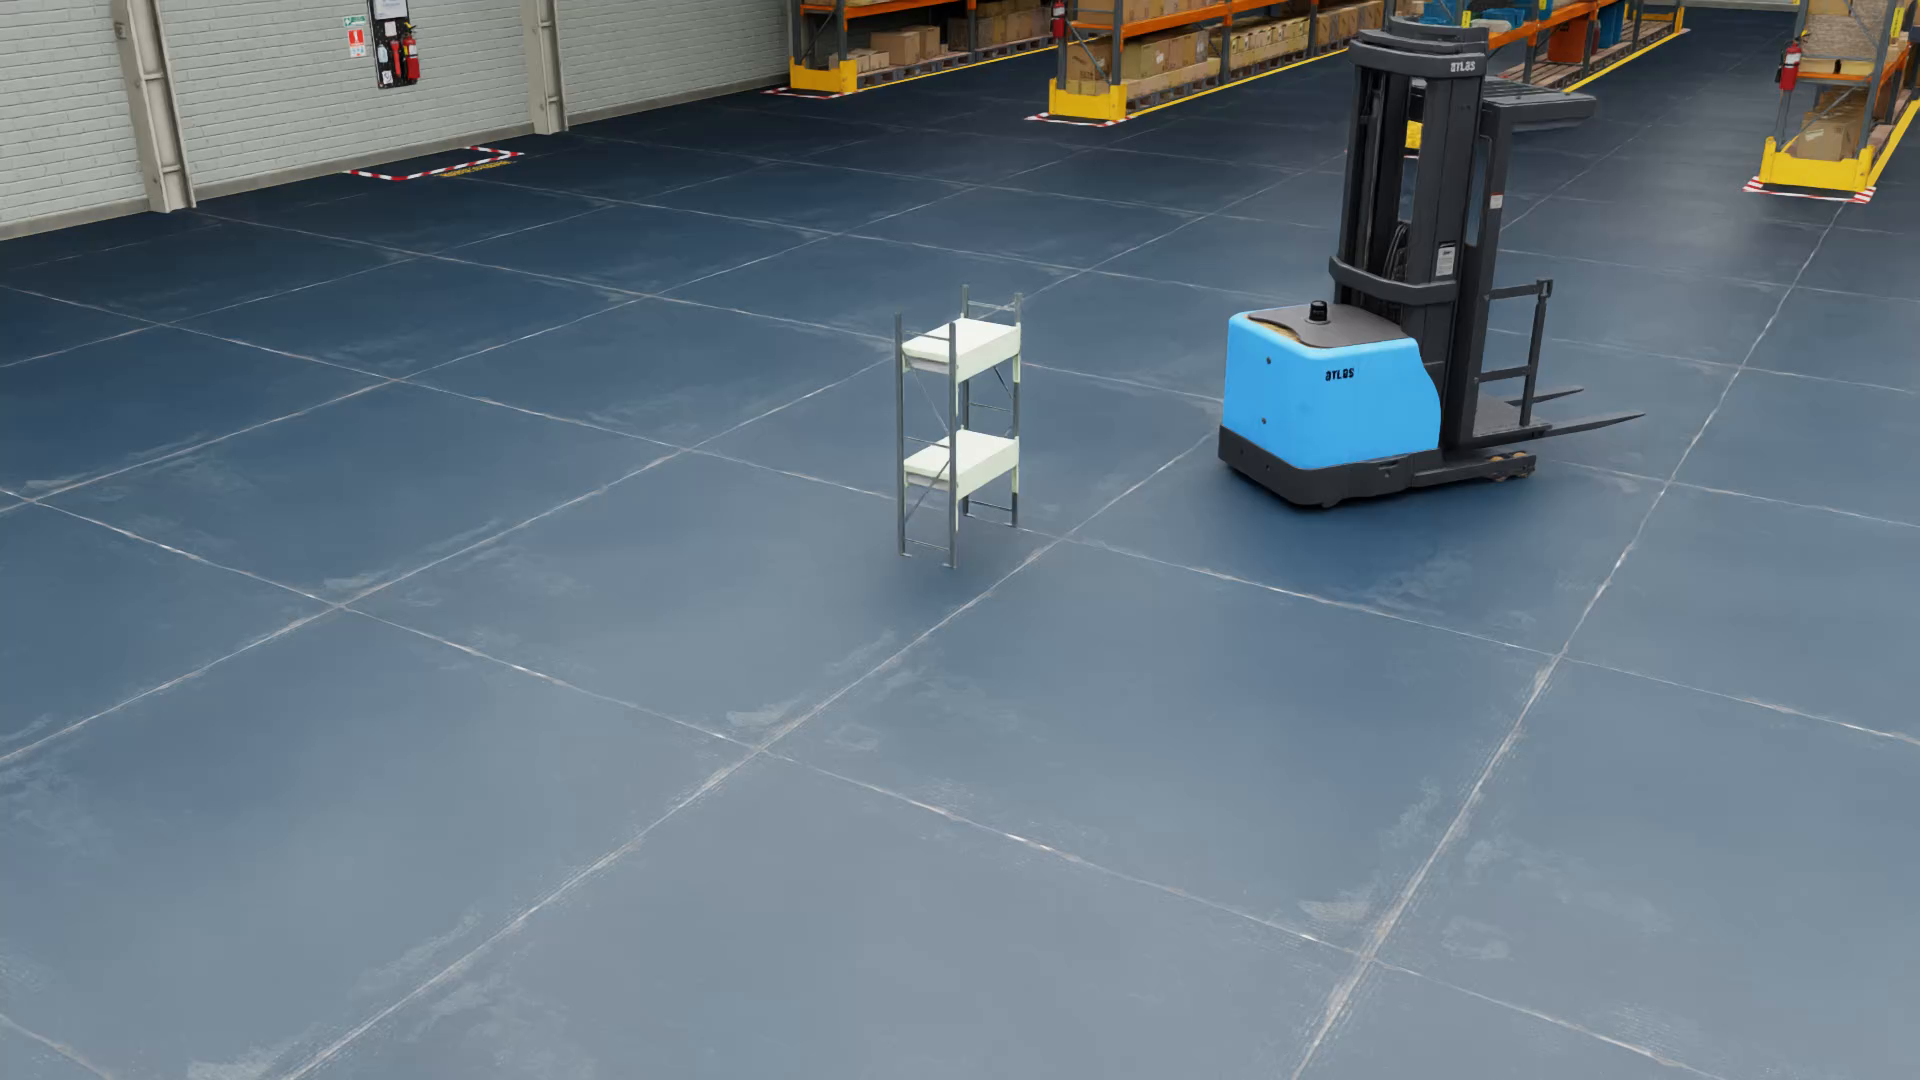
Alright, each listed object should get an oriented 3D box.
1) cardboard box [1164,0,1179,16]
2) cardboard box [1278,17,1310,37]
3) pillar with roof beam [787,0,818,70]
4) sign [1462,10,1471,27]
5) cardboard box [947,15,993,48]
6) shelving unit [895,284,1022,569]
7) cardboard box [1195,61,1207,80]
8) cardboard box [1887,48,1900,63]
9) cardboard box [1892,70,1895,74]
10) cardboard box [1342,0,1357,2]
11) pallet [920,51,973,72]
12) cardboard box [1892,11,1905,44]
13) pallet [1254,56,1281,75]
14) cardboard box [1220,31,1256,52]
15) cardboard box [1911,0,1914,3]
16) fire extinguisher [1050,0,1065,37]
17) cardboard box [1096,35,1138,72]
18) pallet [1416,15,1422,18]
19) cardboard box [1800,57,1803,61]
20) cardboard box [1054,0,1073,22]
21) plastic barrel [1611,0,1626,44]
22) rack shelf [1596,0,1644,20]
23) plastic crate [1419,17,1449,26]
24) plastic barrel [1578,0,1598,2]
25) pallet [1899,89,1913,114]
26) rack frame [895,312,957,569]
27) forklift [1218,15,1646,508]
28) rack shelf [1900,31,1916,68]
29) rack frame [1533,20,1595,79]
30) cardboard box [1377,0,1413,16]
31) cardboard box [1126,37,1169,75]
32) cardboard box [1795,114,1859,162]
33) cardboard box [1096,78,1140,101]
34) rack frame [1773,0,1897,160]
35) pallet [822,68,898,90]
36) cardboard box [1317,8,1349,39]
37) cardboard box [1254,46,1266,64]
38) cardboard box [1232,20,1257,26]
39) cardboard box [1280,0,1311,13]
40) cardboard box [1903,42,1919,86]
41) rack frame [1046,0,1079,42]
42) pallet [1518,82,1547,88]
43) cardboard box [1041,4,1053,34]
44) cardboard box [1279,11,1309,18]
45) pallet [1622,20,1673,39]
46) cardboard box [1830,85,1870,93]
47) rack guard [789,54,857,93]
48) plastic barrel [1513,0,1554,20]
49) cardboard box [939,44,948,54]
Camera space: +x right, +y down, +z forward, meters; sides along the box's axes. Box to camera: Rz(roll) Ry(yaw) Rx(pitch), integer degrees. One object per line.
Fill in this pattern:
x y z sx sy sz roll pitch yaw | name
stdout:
2.990 -8.482 25.942 0.700 0.500 0.500 15 27 31 | cardboard box
6.072 -9.418 30.456 0.500 0.311 0.500 15 27 30 | cardboard box
1.000 -11.063 24.479 9.100 9.000 0.400 14 27 29 | pillar with roof beam
6.590 -6.729 21.670 0.100 0.325 0.005 14 27 29 | sign
0.192 -9.452 30.900 0.700 0.500 0.500 15 28 31 | cardboard box
-0.004 -0.686 9.947 0.431 1.500 0.755 14 27 29 | shelving unit
3.698 -7.670 27.124 0.500 0.250 0.500 14 27 29 | cardboard box
11.559 -6.098 20.876 0.380 0.149 0.250 14 27 29 | cardboard box
13.347 -6.634 24.392 0.700 0.500 0.500 11 26 24 | cardboard box
7.786 -10.751 33.901 0.500 0.500 0.500 13 26 27 | cardboard box
-0.506 -8.631 29.922 1.003 0.211 1.213 14 27 29 | pallet
11.681 -6.723 21.504 0.875 0.500 0.500 14 27 29 | cardboard box
5.027 -8.499 29.616 1.003 0.211 1.213 14 27 29 | pallet
4.727 -8.552 28.455 0.500 0.311 0.500 14 27 28 | cardboard box
11.912 -7.125 21.174 0.500 0.500 0.500 14 27 29 | cardboard box
1.462 -7.780 24.544 0.296 0.674 0.183 14 27 29 | fire extinguisher
2.464 -7.617 26.058 0.500 0.500 0.500 14 27 29 | cardboard box
9.254 -11.174 35.795 1.003 0.211 1.213 14 27 29 | pallet
10.528 -5.885 20.384 0.380 0.149 0.250 14 27 29 | cardboard box
2.428 -10.922 33.881 0.750 0.750 0.750 13 27 28 | cardboard box
12.153 -9.819 31.268 0.600 0.901 0.708 14 27 29 | plastic barrel
11.400 -9.764 29.934 1.077 0.370 4.000 14 27 29 | rack shelf
6.482 -7.100 23.063 0.499 0.251 0.408 14 27 29 | plastic crate
10.357 -9.261 27.696 0.600 0.536 0.708 14 27 29 | plastic barrel
14.139 -6.838 25.780 1.003 0.211 1.213 14 27 29 | pallet
-0.197 -0.562 9.661 0.400 1.500 0.023 14 27 29 | rack frame
3.331 -1.919 10.993 3.031 2.935 1.130 -10 25 -21 | forklift
13.498 -7.376 24.418 1.077 0.370 4.000 14 27 29 | rack shelf
10.345 -9.419 28.232 1.000 3.000 0.127 14 27 29 | rack frame
9.235 -11.500 35.627 0.797 0.503 0.637 14 27 29 | cardboard box
2.905 -7.508 25.807 0.500 0.500 0.500 14 27 29 | cardboard box
10.676 -4.934 20.489 0.500 0.500 0.500 20 30 38 | cardboard box
2.391 -6.823 25.169 0.500 0.250 0.500 14 27 29 | cardboard box
10.333 -5.681 19.597 1.000 3.000 0.127 14 27 29 | rack frame
-1.793 -7.808 28.020 1.003 0.211 1.213 14 27 29 | pallet
7.162 -9.953 32.058 0.500 0.500 0.500 13 27 28 | cardboard box
4.994 -8.471 28.974 0.500 0.250 0.500 13 27 27 | cardboard box
5.072 -9.181 29.908 0.500 0.311 0.500 13 27 28 | cardboard box
6.459 -10.242 31.782 0.500 0.250 0.500 15 28 31 | cardboard box
14.934 -7.827 26.701 1.225 0.875 0.875 12 26 27 | cardboard box
1.928 -11.495 33.028 1.000 3.000 0.127 14 27 29 | rack frame
8.616 -7.062 26.298 1.003 0.211 1.213 14 27 29 | pallet
1.593 -10.296 32.850 0.700 0.500 0.500 14 27 30 | cardboard box
6.433 -9.878 31.885 0.500 0.500 0.500 15 28 31 | cardboard box
14.097 -10.569 34.399 1.003 0.211 1.213 14 27 29 | pallet
12.198 -5.950 22.836 0.500 0.500 0.500 13 27 27 | cardboard box
-2.252 -7.674 27.346 1.175 0.500 0.348 14 27 29 | rack guard
8.696 -8.366 25.168 0.600 0.901 0.708 14 27 29 | plastic barrel
-0.438 -8.860 29.953 0.380 0.166 0.250 10 25 22 | cardboard box
